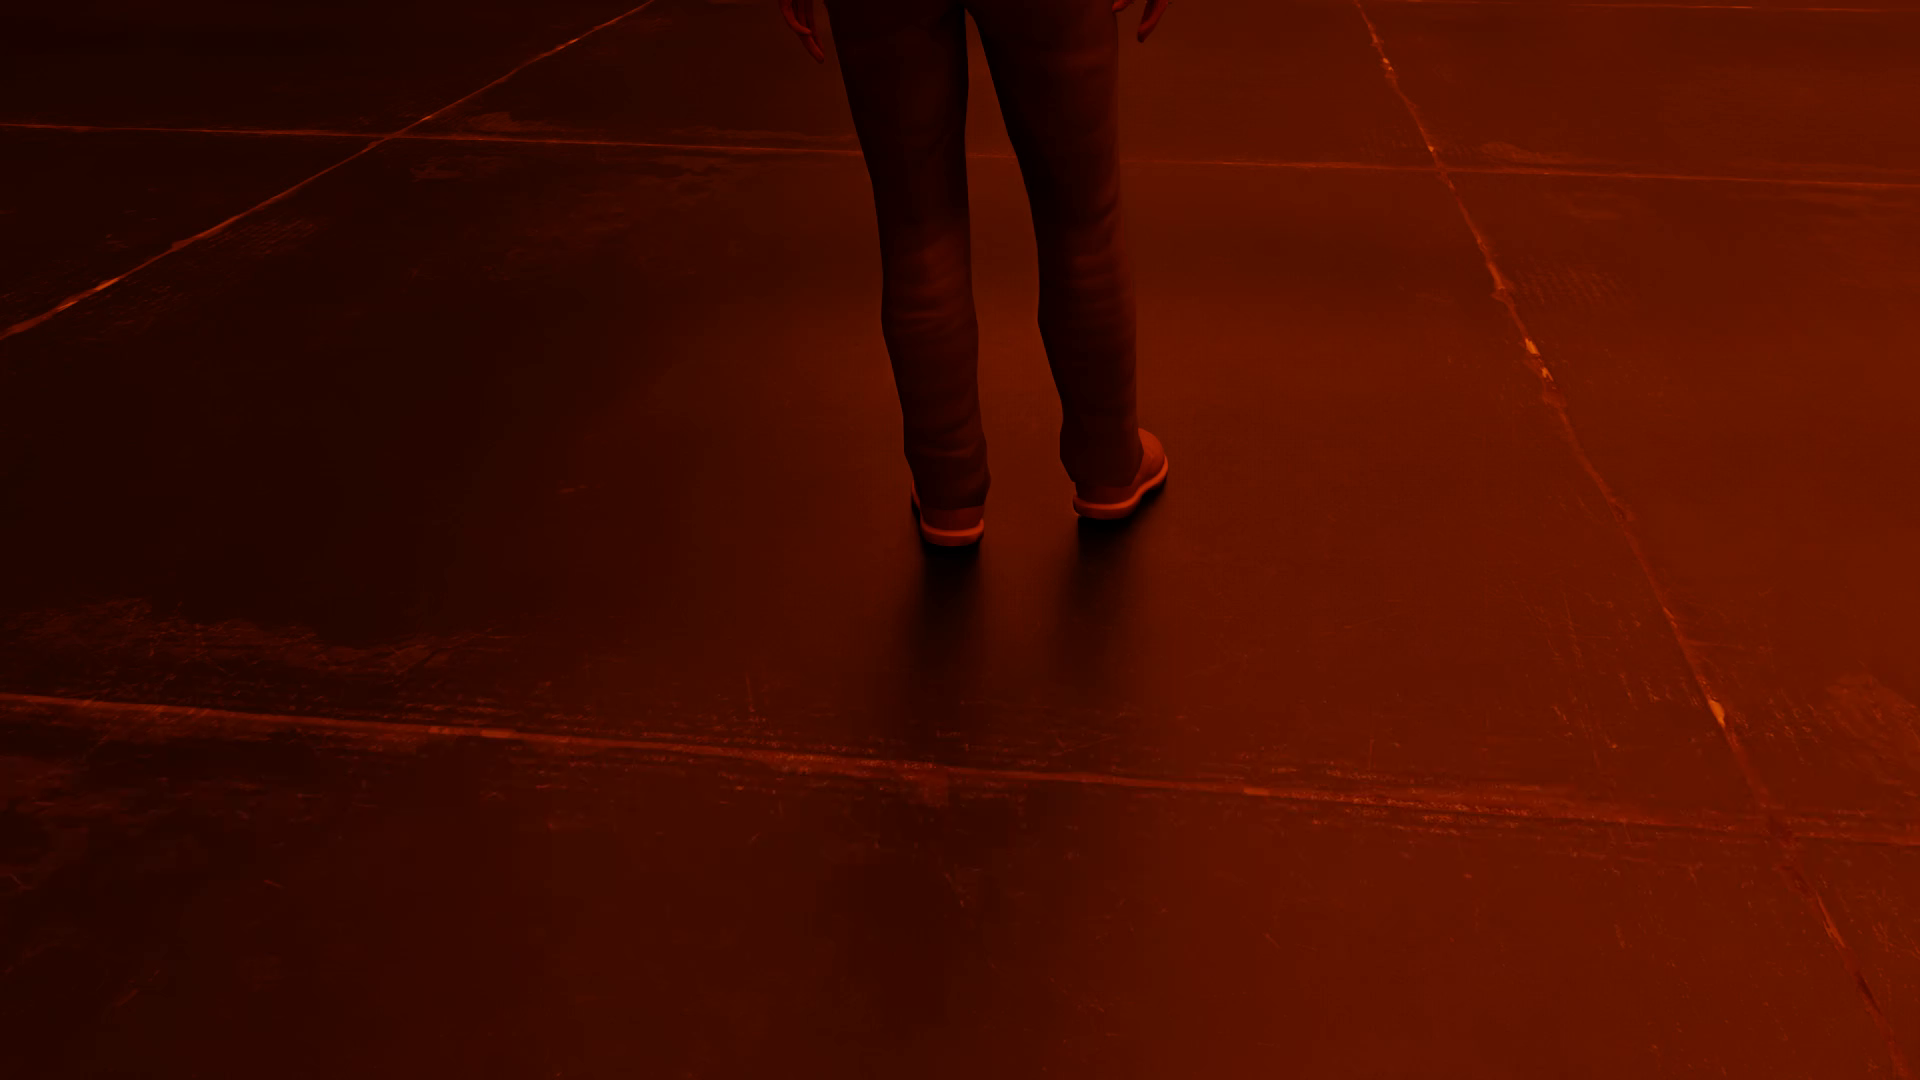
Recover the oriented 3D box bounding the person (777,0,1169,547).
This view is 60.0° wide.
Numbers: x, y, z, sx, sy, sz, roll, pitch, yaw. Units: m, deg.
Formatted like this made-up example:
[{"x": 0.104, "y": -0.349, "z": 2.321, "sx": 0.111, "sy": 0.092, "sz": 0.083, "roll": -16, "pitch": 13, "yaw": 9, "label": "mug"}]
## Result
[{"x": 0.031, "y": -0.774, "z": 2.209, "sx": 0.569, "sy": 1.631, "sz": 0.503, "roll": 3, "pitch": 27, "yaw": 7, "label": "person"}]
